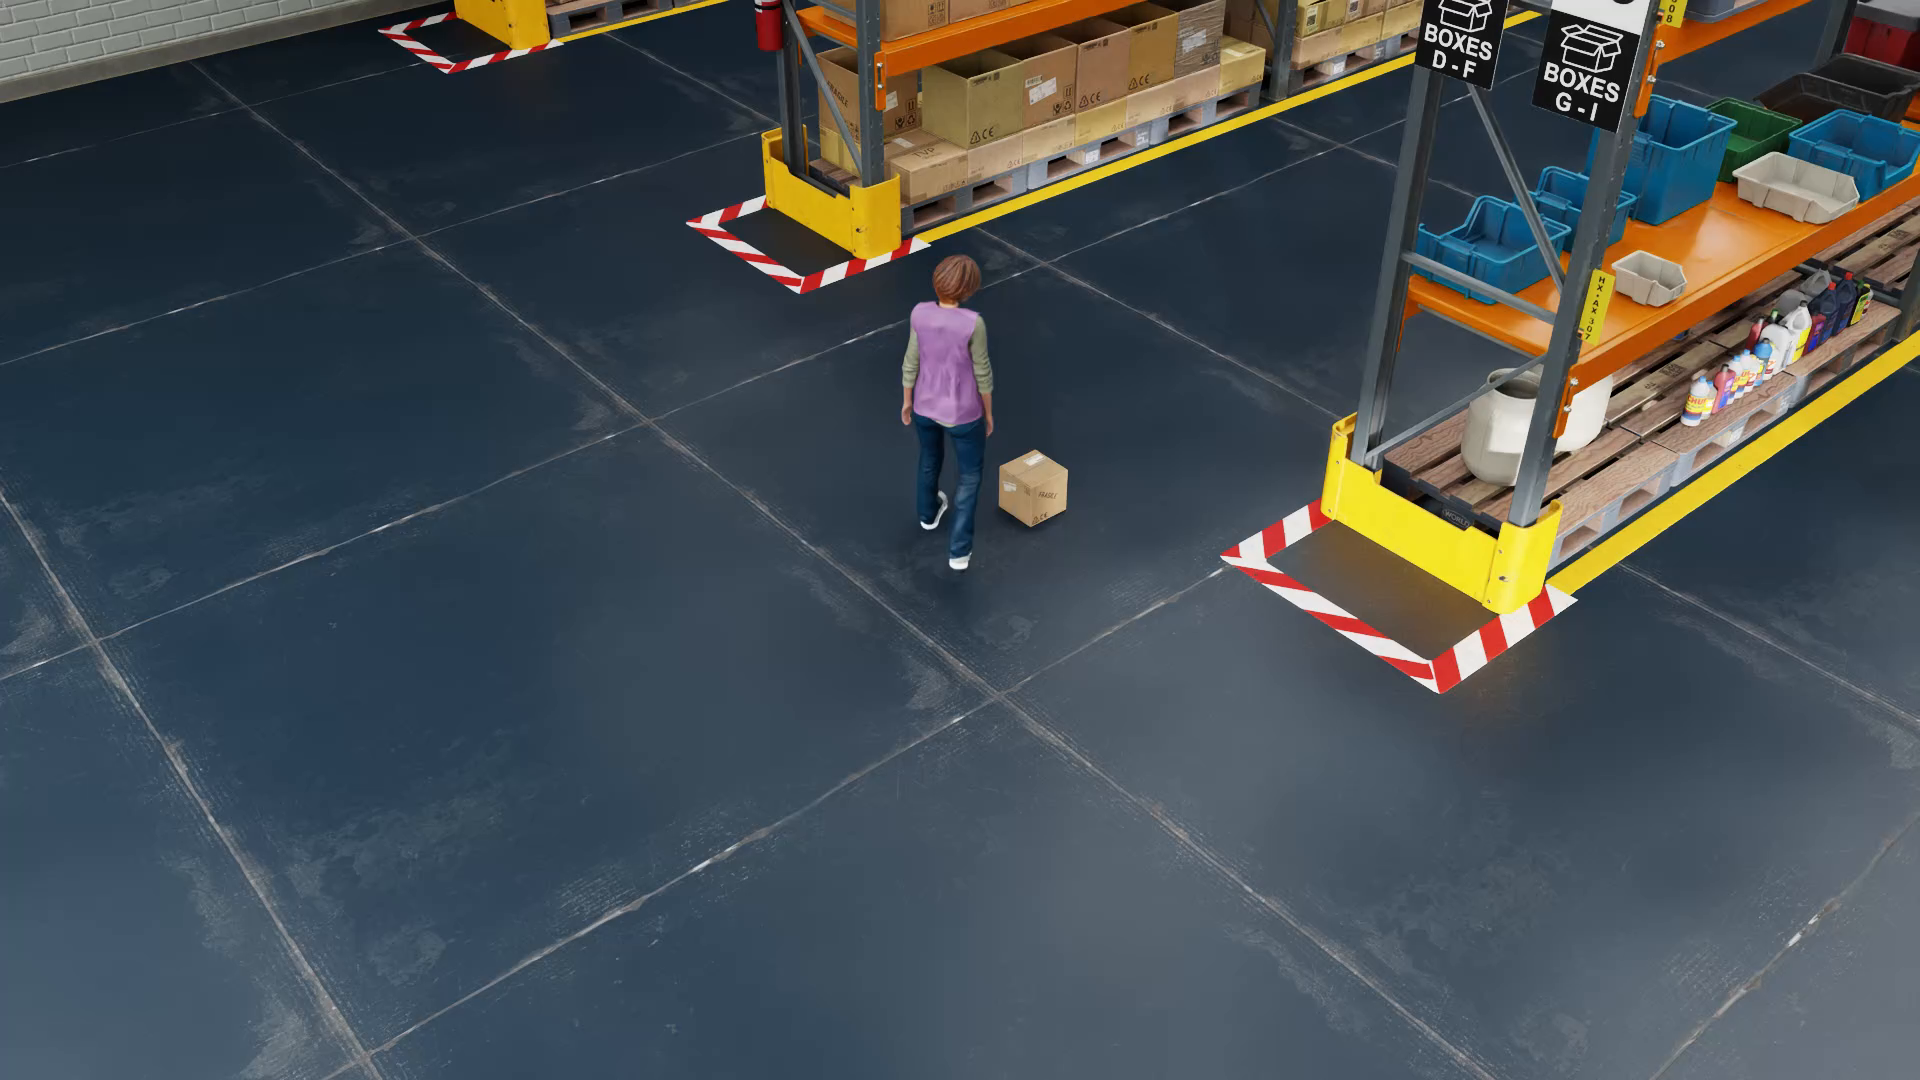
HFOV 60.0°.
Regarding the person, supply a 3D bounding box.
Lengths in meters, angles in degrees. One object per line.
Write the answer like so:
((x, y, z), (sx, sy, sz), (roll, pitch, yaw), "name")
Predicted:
((-0.055, -0.626, 7.923), (0.460, 1.565, 0.615), (15, 39, 19), "person")
